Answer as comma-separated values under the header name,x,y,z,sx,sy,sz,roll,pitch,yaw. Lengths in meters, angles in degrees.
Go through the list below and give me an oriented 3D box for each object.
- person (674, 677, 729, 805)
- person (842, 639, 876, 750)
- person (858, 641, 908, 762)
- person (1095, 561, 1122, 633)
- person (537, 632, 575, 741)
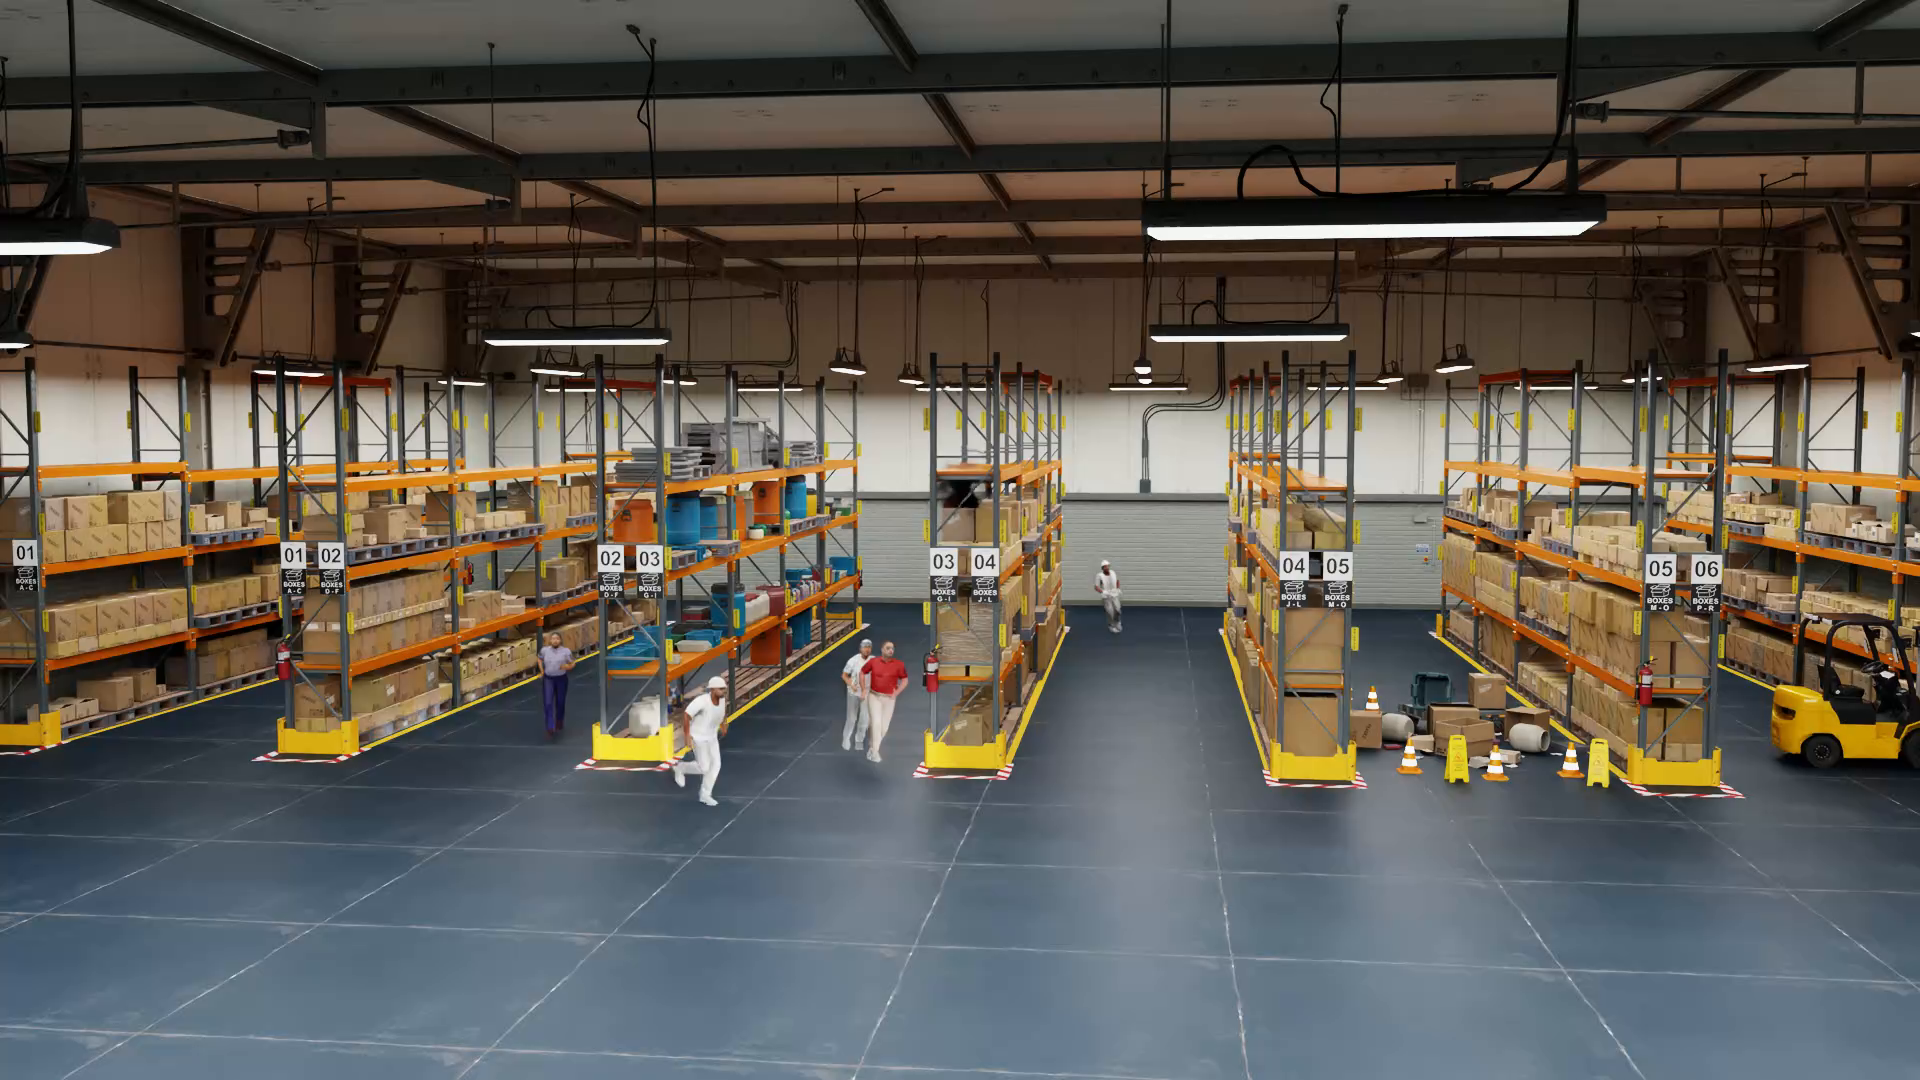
name,x,y,z,sx,sy,sz,roll,pitch,yaw
person,-3.405,2.625,21.943,0.878,1.693,0.691,2,5,28
person,-1.402,2.280,24.359,0.656,1.678,0.764,-1,4,-9
person,-1.082,2.297,23.634,0.690,1.732,0.800,-1,4,-13
person,3.540,1.351,39.377,0.713,1.730,0.572,-1,4,-13
person,-6.446,2.308,26.544,0.593,1.705,0.799,-1,4,-14
